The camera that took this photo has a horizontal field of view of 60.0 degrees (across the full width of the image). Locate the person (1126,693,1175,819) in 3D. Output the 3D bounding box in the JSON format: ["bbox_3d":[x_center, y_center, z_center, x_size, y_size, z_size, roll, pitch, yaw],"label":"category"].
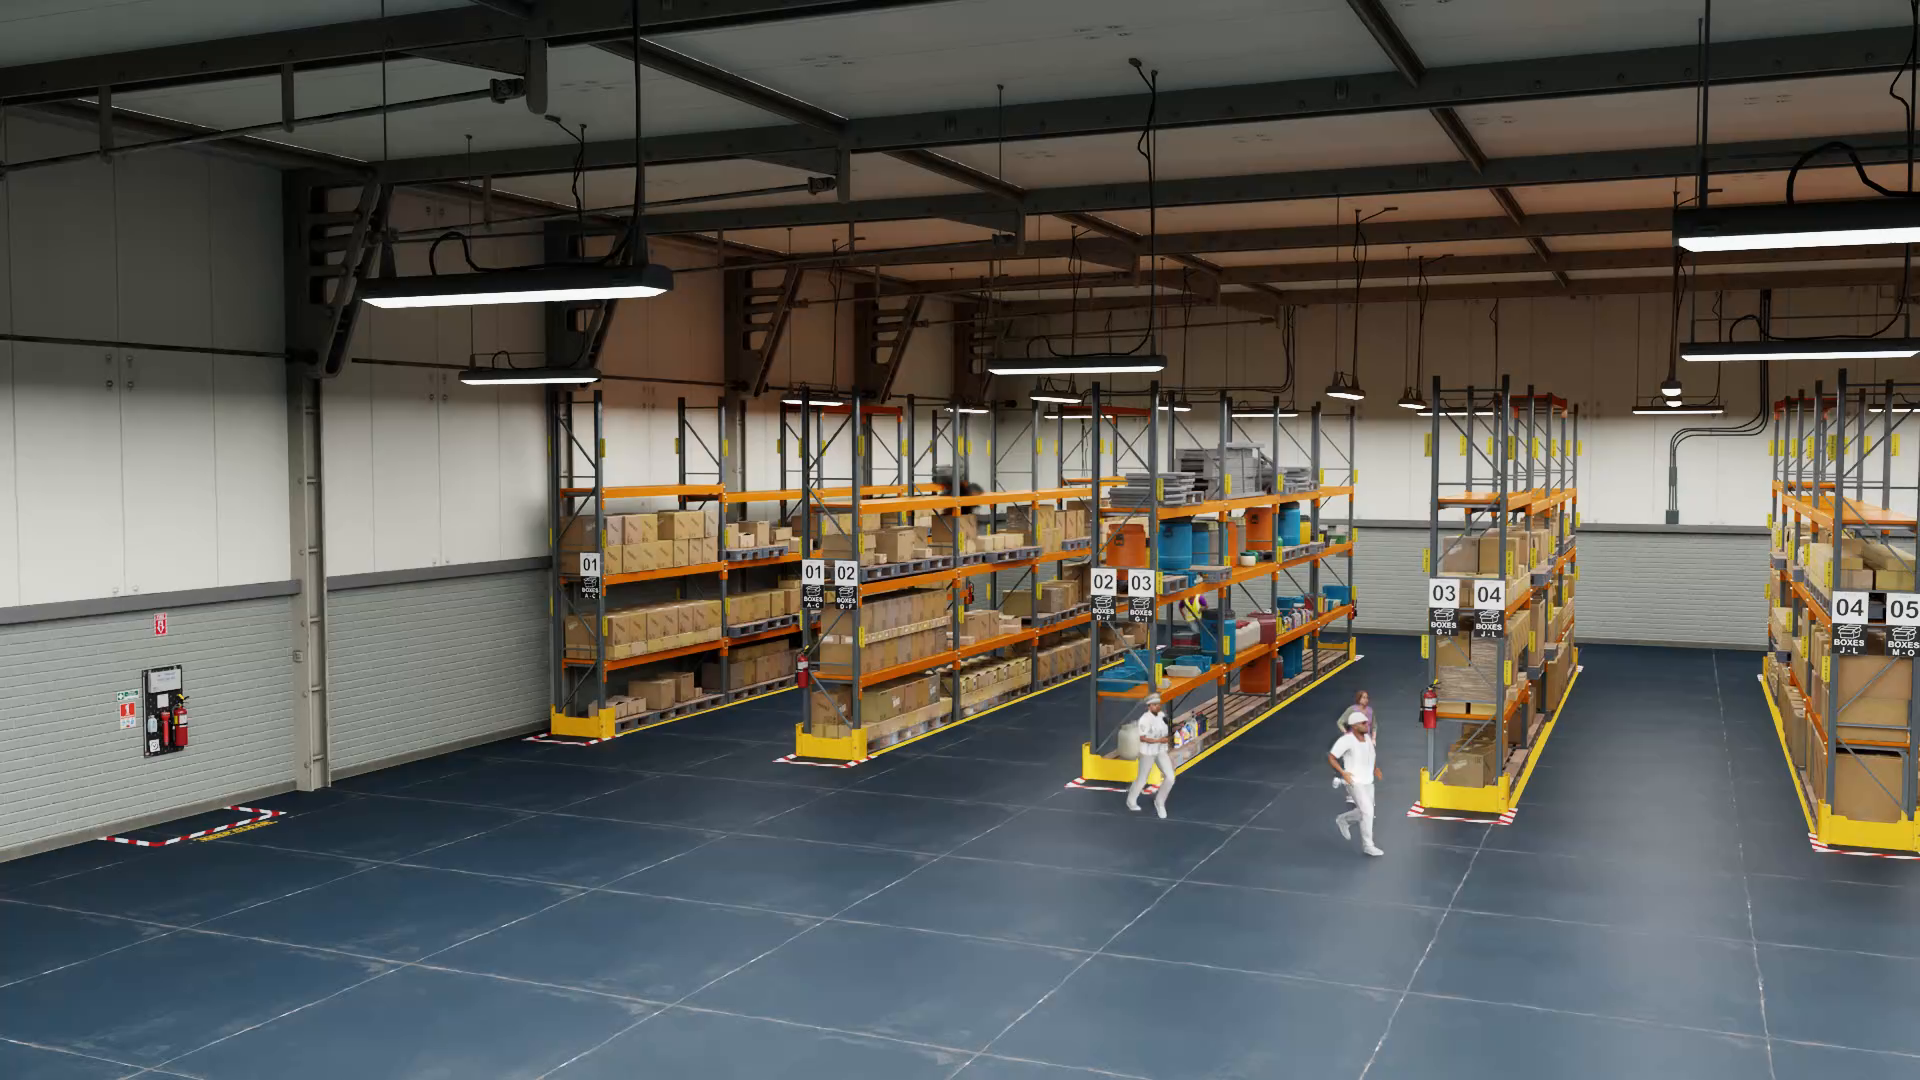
[{"bbox_3d":[2.629,2.912,22.554,0.584,1.714,0.866,-2,4,-28],"label":"person"}]

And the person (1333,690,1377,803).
[{"bbox_3d":[5.685,2.915,23.734,0.599,1.545,0.769,0,3,-3],"label":"person"}]

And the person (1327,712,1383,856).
[{"bbox_3d":[4.917,3.000,20.601,0.732,1.734,0.810,-2,4,-38],"label":"person"}]

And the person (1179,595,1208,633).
[{"bbox_3d":[5.630,1.933,40.123,0.704,1.720,0.923,0,3,7],"label":"person"}]
